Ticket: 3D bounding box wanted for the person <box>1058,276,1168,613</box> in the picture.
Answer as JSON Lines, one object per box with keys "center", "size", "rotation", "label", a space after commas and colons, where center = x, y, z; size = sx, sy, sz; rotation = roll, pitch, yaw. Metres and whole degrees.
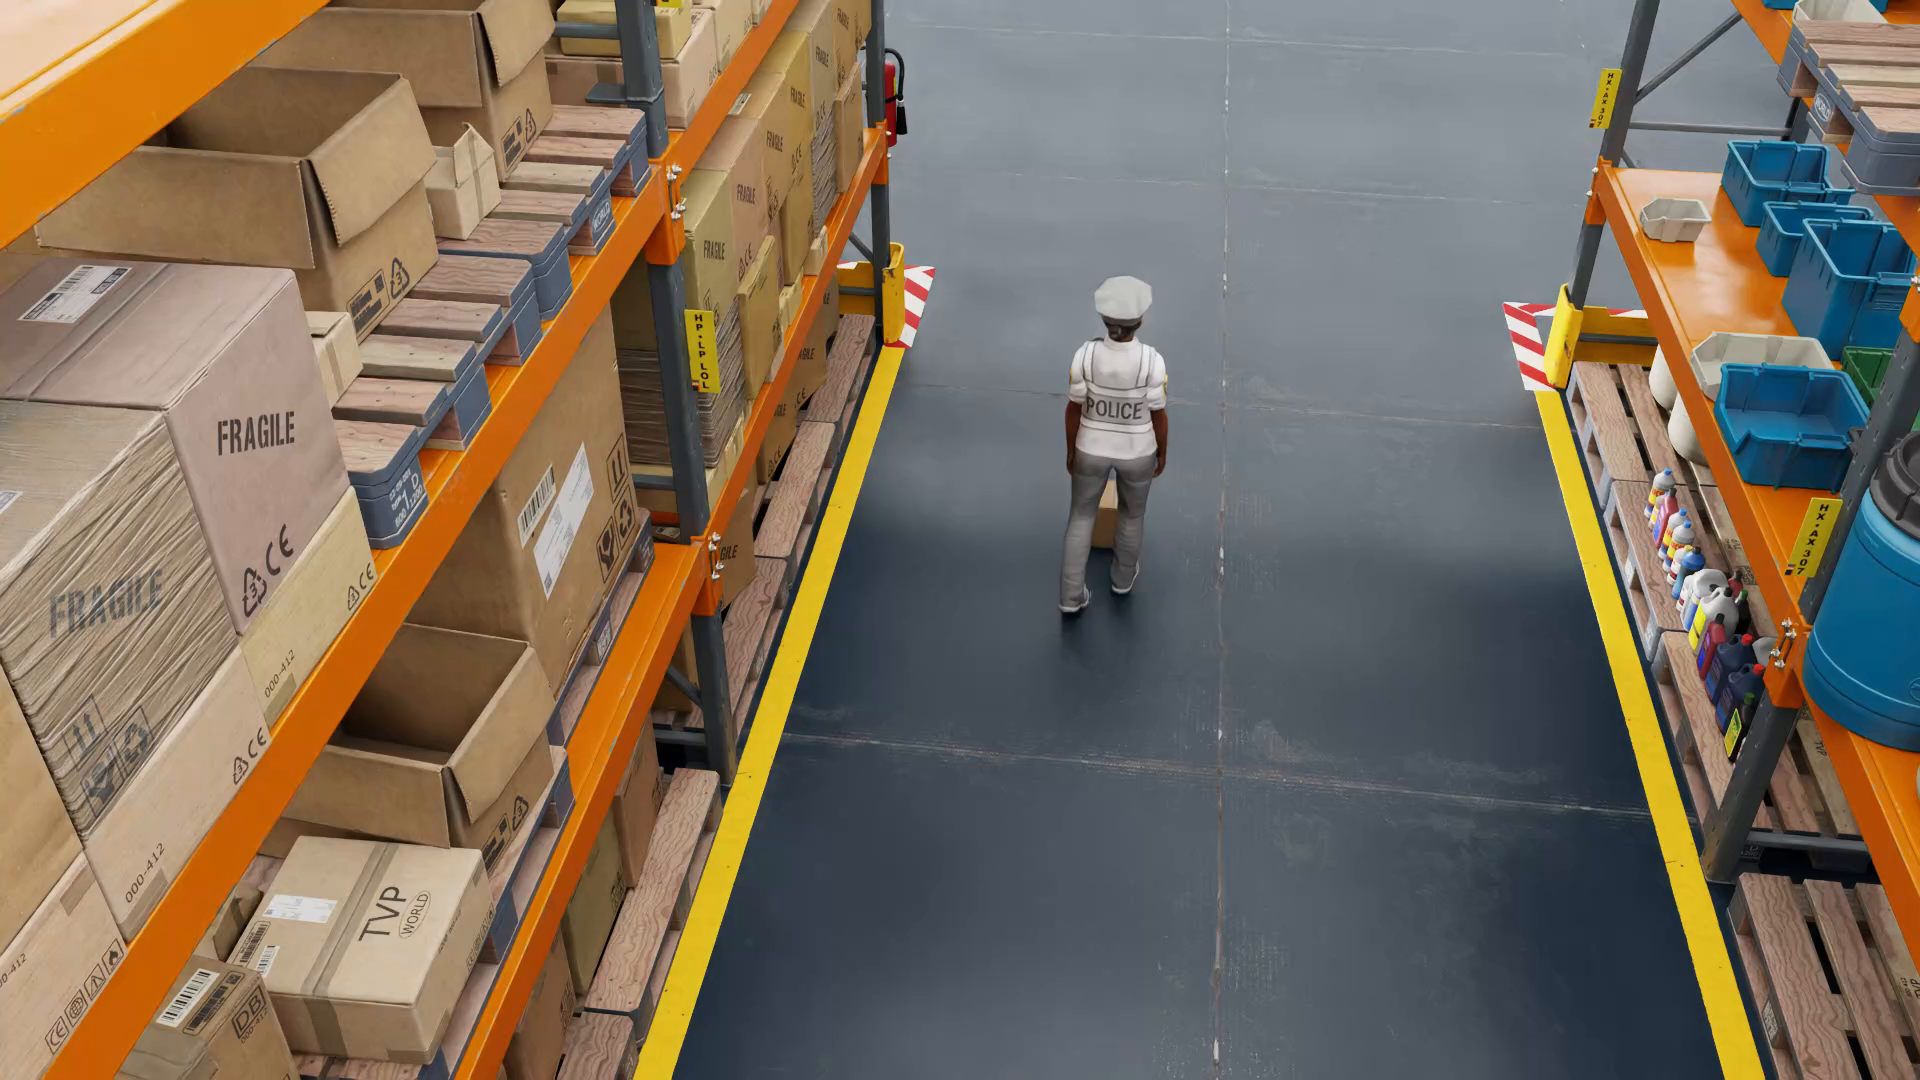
{"center": [0.712, -0.417, 7.589], "size": [0.462, 1.698, 0.553], "rotation": [8, 37, 11], "label": "person"}
